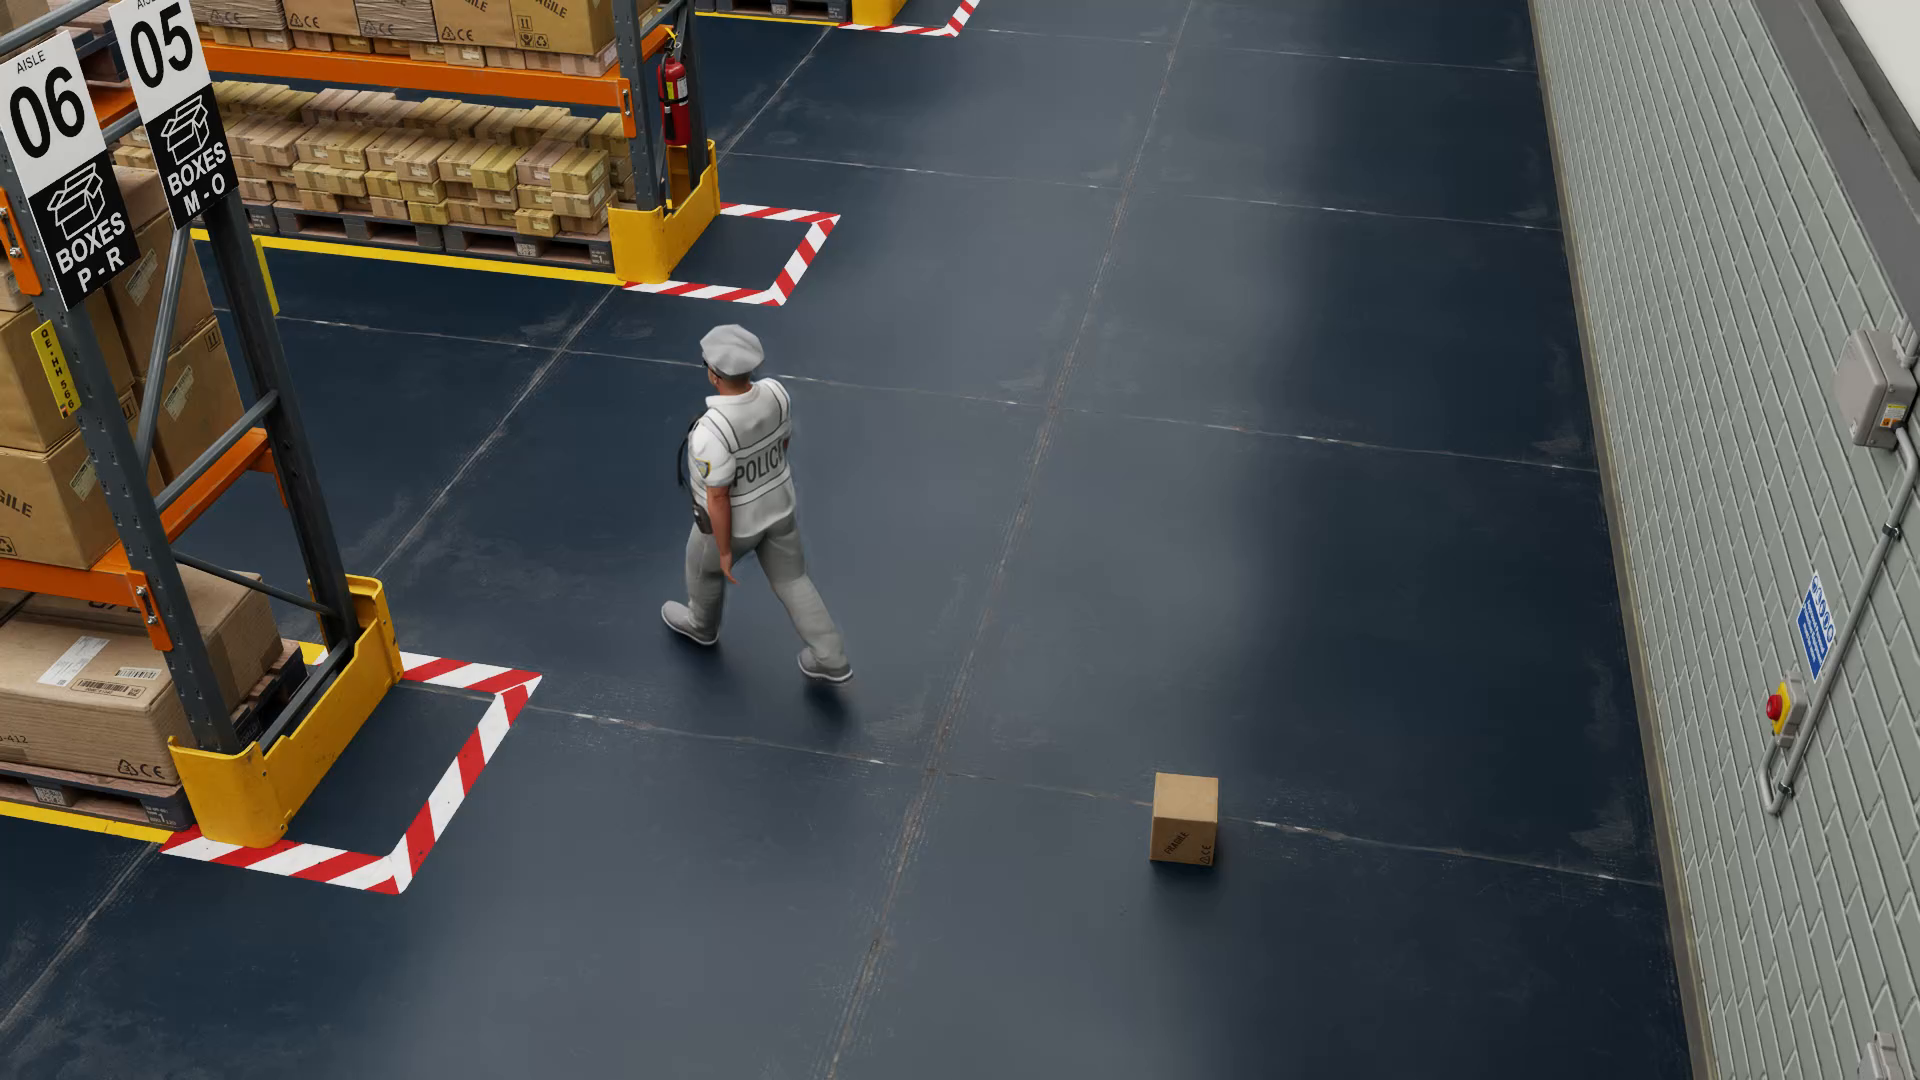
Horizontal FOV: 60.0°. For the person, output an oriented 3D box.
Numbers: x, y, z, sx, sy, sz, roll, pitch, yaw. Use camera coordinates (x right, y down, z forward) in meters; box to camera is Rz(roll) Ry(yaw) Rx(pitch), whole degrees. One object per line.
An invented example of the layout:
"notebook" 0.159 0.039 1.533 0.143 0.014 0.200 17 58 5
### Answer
"person" -0.932 -0.161 7.163 1.057 1.728 0.555 30 46 34
